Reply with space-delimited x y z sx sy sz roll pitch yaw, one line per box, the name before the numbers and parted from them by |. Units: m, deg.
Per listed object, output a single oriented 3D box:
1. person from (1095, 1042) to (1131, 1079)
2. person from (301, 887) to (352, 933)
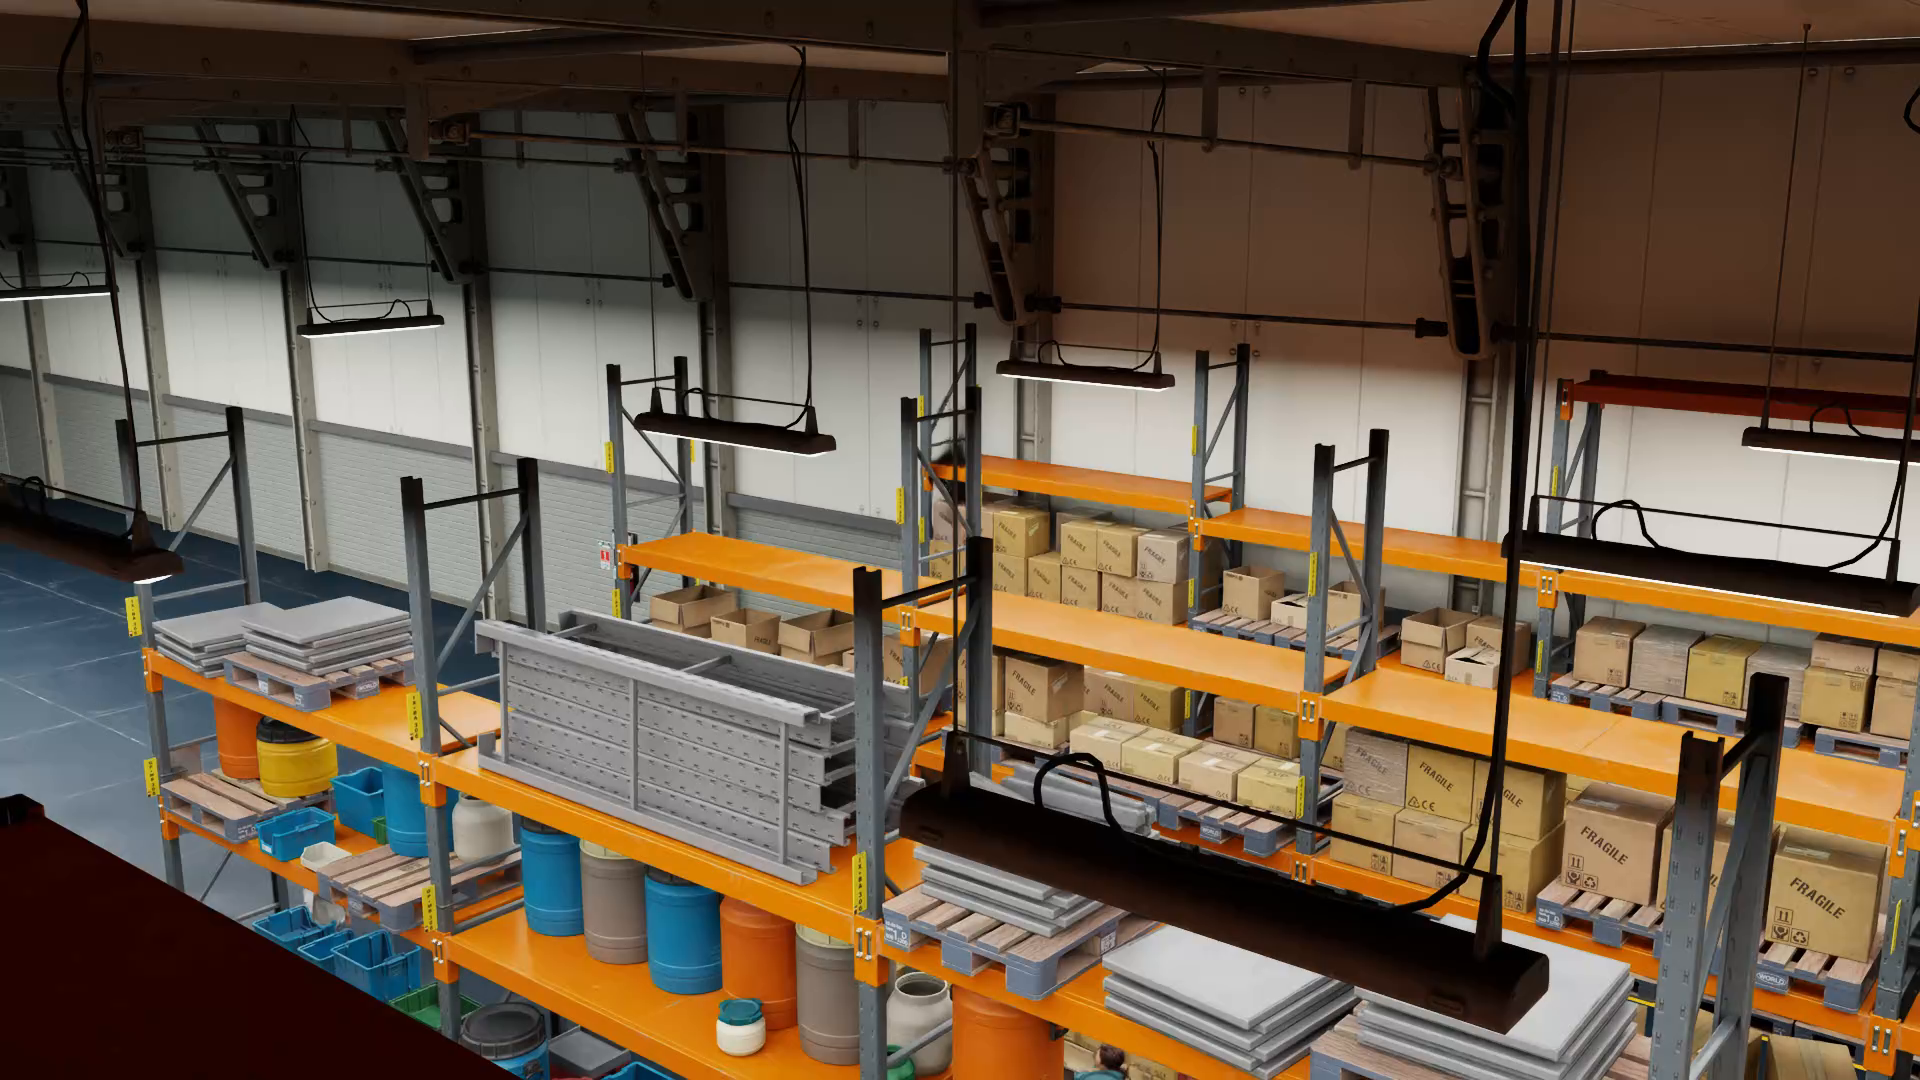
person | 1.117 4.533 12.382 0.778 1.691 0.553 9 15 35
person | -6.137 3.713 16.145 0.431 1.575 0.518 4 13 17
